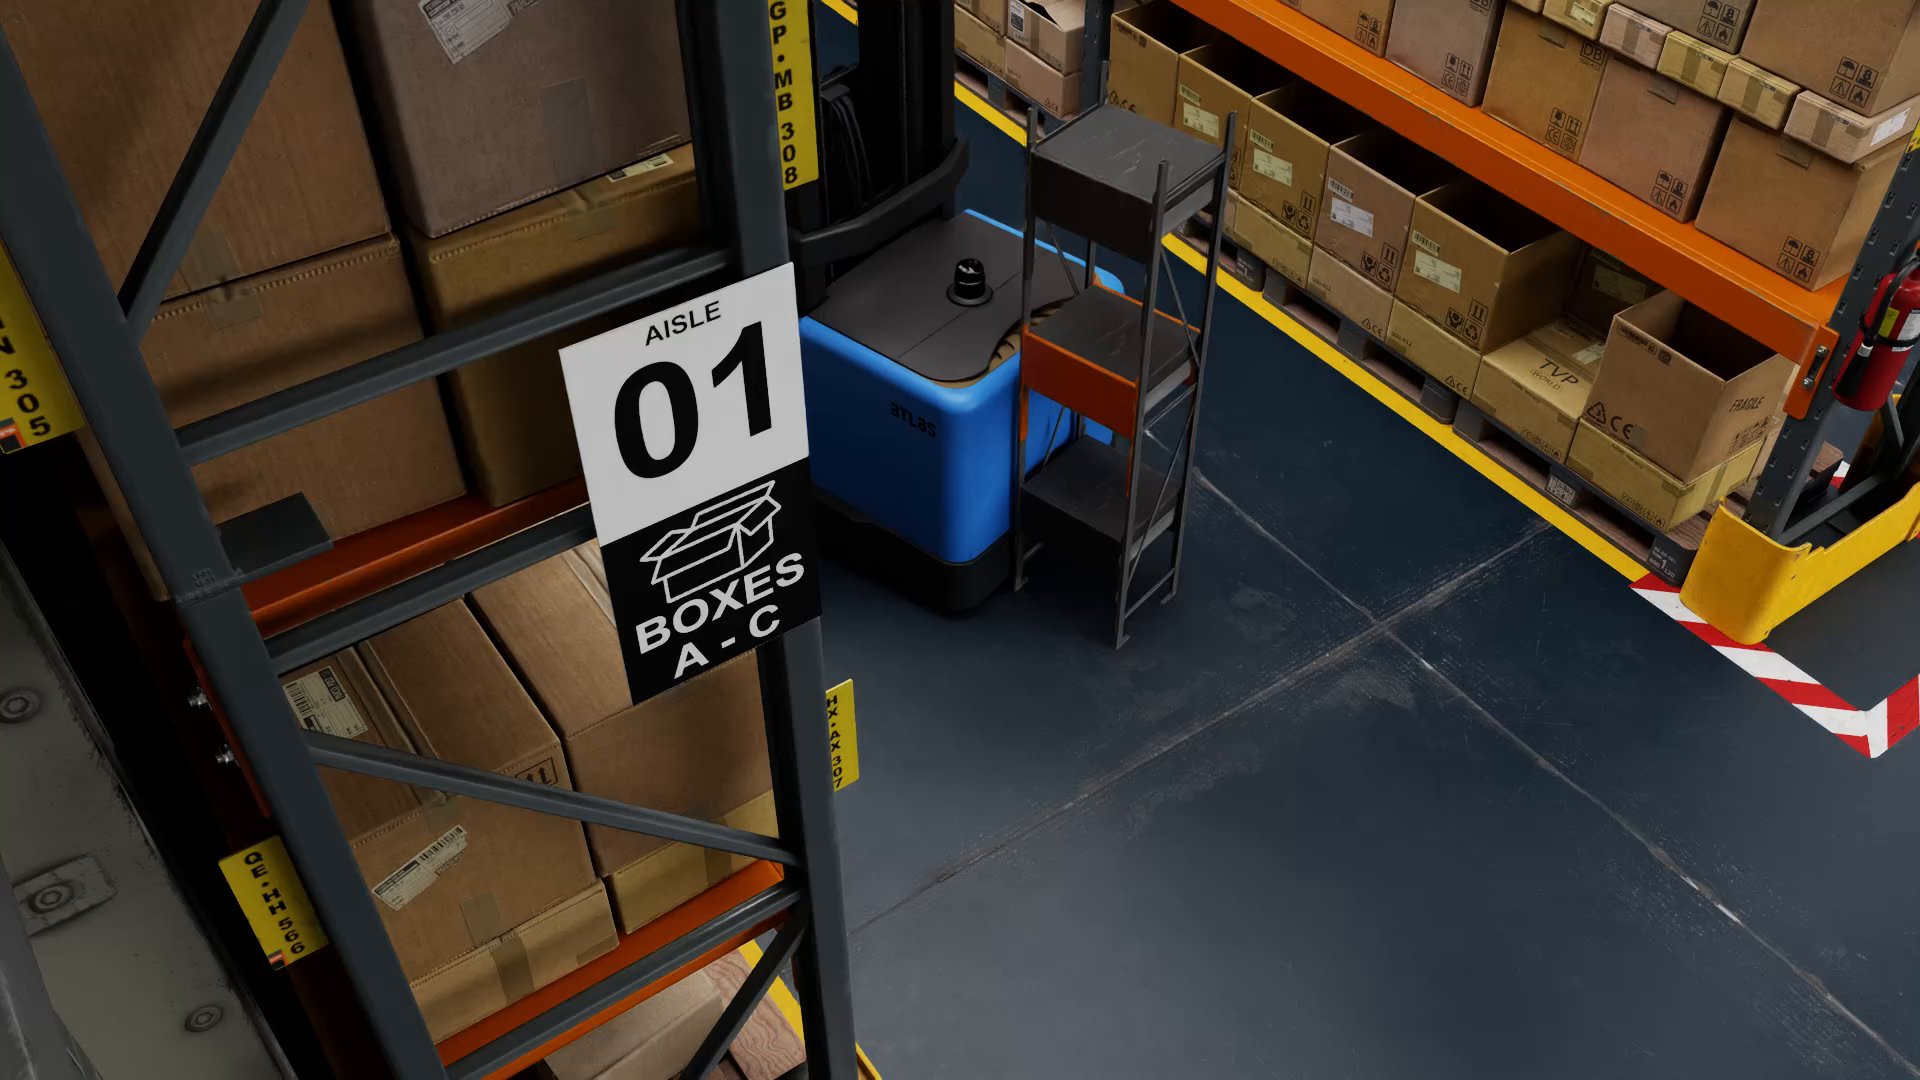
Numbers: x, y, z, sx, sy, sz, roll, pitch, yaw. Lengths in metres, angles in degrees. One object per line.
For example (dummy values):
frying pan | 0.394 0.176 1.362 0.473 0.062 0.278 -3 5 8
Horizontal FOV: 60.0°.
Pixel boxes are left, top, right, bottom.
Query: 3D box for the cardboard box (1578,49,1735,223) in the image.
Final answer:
cardboard box | 2.792 -1.610 6.191 0.700 0.500 0.500 -24 49 -23

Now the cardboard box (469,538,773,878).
cardboard box | -0.734 0.337 3.776 0.500 0.500 0.500 -26 49 -24

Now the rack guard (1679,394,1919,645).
rack guard | 3.367 -0.091 6.483 1.175 0.500 0.348 -26 49 -24

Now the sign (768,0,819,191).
sign | -0.263 -0.665 2.469 0.100 0.325 0.005 -26 49 -24

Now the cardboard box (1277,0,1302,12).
cardboard box | 1.631 -2.765 7.402 0.700 0.500 0.500 -26 50 -25

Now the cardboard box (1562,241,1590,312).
cardboard box | 2.645 -1.389 7.177 0.500 0.500 0.500 -26 49 -24

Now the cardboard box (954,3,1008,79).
cardboard box | 0.302 -2.839 9.238 0.500 0.250 0.500 -26 50 -25

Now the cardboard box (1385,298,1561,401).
cardboard box | 2.221 -0.914 7.222 0.500 0.250 0.500 -26 49 -24

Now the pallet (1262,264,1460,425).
pallet | 2.187 -1.107 7.756 1.003 0.211 1.213 -26 49 -24

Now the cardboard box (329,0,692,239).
cardboard box | -0.729 -0.854 2.489 0.500 0.500 0.500 -29 51 -27

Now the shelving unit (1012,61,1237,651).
shelving unit | 0.527 -0.555 5.811 0.503 2.100 0.431 30 51 28

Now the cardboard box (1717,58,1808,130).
cardboard box | 2.827 -1.568 5.678 0.380 0.149 0.250 -25 49 -23

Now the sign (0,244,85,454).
sign | -1.175 -0.247 2.023 0.100 0.325 0.005 -26 49 -24

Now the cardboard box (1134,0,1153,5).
cardboard box | 1.033 -2.967 8.966 0.500 0.311 0.500 -26 49 -24

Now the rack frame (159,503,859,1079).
rack frame | -0.708 0.951 3.582 1.000 3.000 0.127 -26 49 -24

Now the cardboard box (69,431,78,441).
cardboard box | -1.454 -0.584 2.930 0.500 0.500 0.500 -26 49 -24

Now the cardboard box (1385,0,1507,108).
cardboard box | 2.209 -2.190 6.799 0.700 0.500 0.500 -24 49 -23

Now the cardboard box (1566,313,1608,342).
cardboard box | 2.940 -0.839 7.144 0.500 0.250 0.500 -26 49 -24

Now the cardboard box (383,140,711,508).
cardboard box | -0.694 -0.466 2.807 0.500 0.500 0.500 -24 49 -23

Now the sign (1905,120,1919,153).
sign | 2.900 -1.306 4.936 0.100 0.325 0.005 -26 49 -24

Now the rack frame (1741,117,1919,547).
rack frame | 3.353 -1.008 5.634 1.000 3.000 0.127 -26 49 -24

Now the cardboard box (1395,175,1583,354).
cardboard box | 2.218 -1.184 6.962 0.500 0.500 0.500 -26 49 -24

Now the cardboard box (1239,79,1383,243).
cardboard box | 1.645 -1.750 7.555 0.500 0.500 0.500 -26 49 -24

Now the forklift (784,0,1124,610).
forklift | -0.822 -1.658 6.364 3.031 2.935 1.130 30 51 28

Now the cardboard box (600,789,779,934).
cardboard box | -0.727 0.596 4.048 0.500 0.250 0.500 -27 50 -26

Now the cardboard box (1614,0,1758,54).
cardboard box | 2.761 -2.109 5.775 0.700 0.500 0.500 -27 50 -25

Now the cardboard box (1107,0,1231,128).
cardboard box | 1.073 -2.316 8.148 0.500 0.500 0.500 -26 49 -24

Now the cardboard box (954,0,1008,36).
cardboard box | 0.295 -3.042 9.046 0.500 0.311 0.500 -24 49 -23

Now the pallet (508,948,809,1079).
pallet | -1.187 1.442 5.087 1.003 0.211 1.213 -26 49 -24

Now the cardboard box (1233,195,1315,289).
cardboard box | 1.645 -1.478 7.814 0.500 0.250 0.500 -26 49 -24

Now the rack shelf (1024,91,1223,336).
rack shelf | 0.527 -1.052 5.337 0.480 0.518 0.431 30 51 28

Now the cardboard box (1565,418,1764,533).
cardboard box | 2.804 -0.353 6.634 0.500 0.250 0.500 -26 49 -24

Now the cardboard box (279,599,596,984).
cardboard box | -1.152 0.543 3.560 0.500 0.500 0.500 -26 50 -25

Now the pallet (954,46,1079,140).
pallet | 0.611 -2.667 9.391 1.003 0.211 1.213 -26 49 -24

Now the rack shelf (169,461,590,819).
rack shelf | -1.852 -1.007 3.981 1.077 0.370 4.000 -26 49 -24

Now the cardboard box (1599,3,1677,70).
cardboard box | 2.539 -1.856 5.980 0.380 0.149 0.250 -25 49 -24

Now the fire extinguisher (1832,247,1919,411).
fire extinguisher | 3.040 -0.730 5.398 0.296 0.674 0.183 -26 49 -24

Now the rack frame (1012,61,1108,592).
rack frame | 0.340 -0.663 5.924 0.015 2.100 0.400 30 51 28

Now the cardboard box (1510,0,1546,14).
cardboard box | 2.236 -2.153 6.291 0.380 0.149 0.250 -24 49 -23

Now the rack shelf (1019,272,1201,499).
rack shelf | 0.527 -0.545 5.821 0.480 0.518 0.431 30 51 28
